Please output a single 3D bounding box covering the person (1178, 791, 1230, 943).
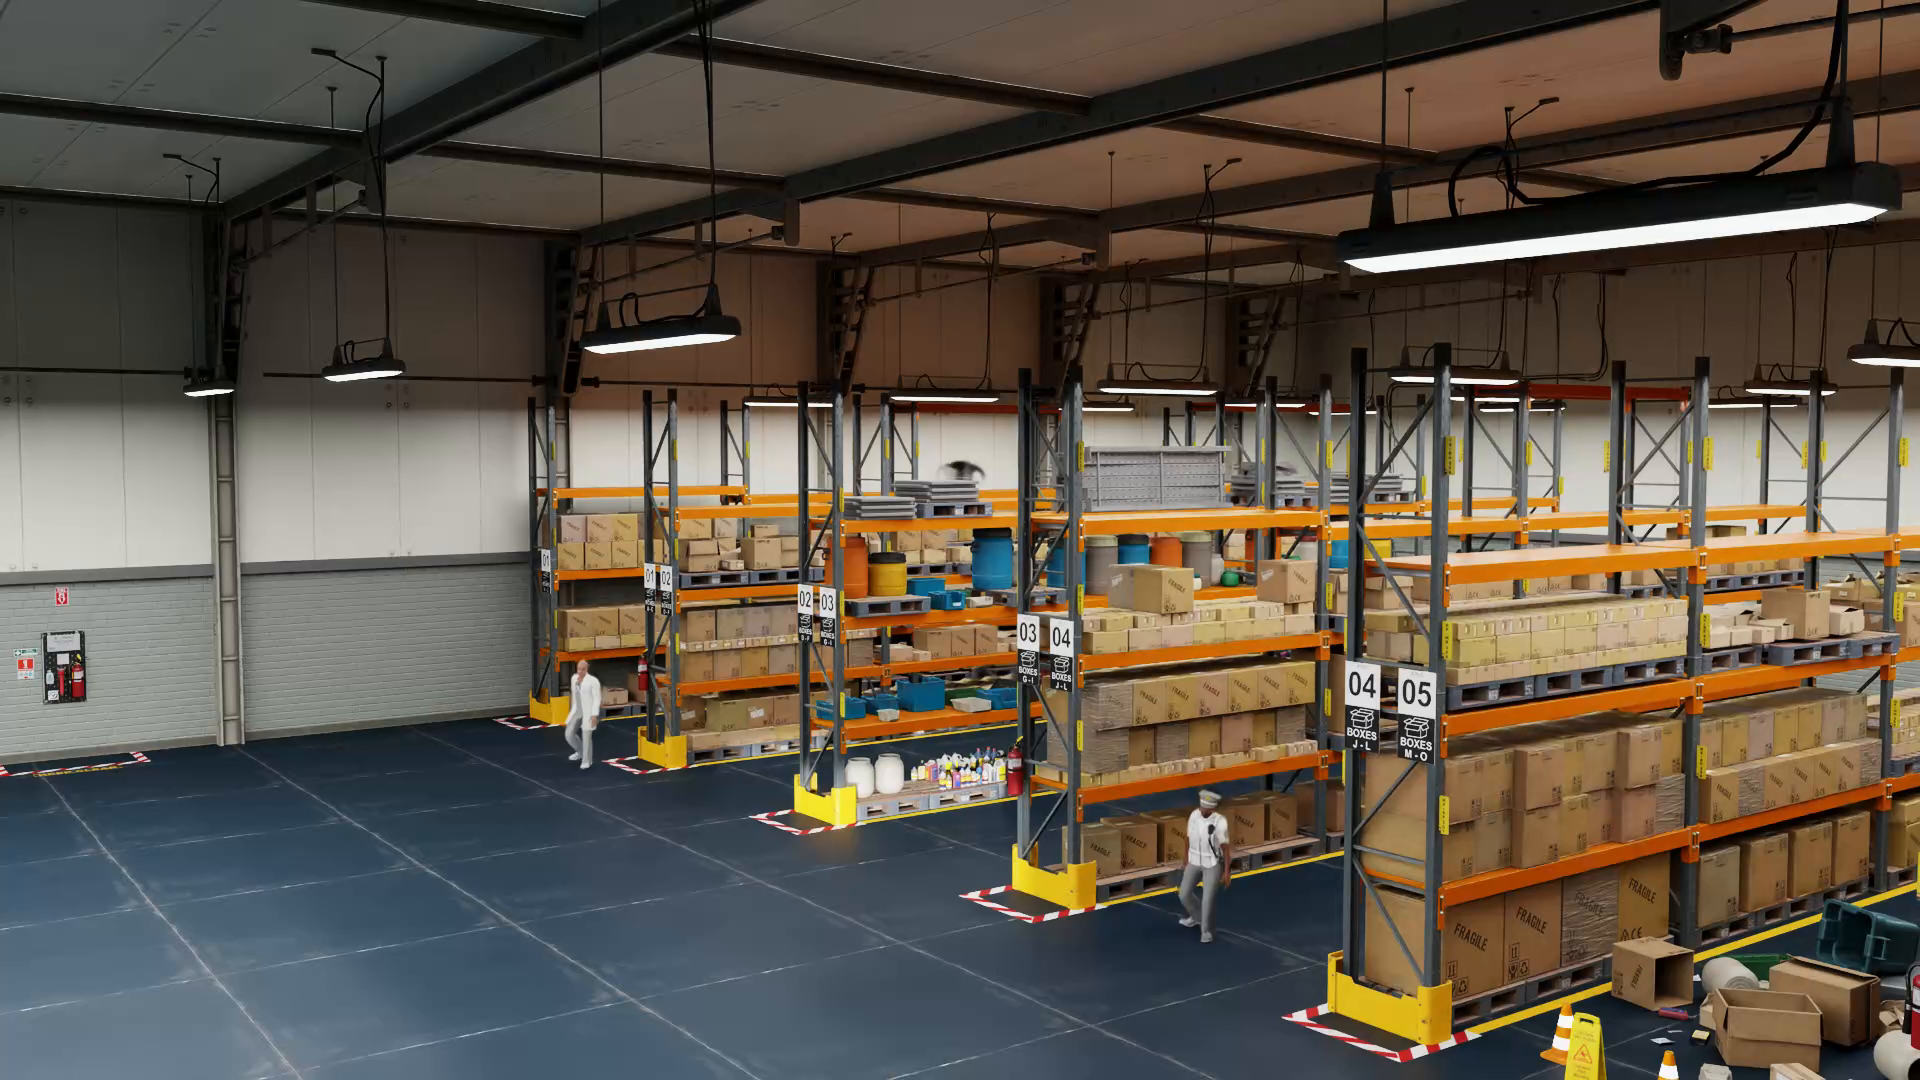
[{"bbox_3d":[2.538,3.350,17.235,0.728,1.591,0.623,2,4,34],"label":"person"}]

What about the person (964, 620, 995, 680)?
[{"bbox_3d":[0.433,2.339,34.010,0.702,1.734,1.040,3,4,37],"label":"person"}]

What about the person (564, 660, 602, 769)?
[{"bbox_3d":[-5.947,2.757,26.322,0.732,1.770,0.574,1,4,18],"label":"person"}]
